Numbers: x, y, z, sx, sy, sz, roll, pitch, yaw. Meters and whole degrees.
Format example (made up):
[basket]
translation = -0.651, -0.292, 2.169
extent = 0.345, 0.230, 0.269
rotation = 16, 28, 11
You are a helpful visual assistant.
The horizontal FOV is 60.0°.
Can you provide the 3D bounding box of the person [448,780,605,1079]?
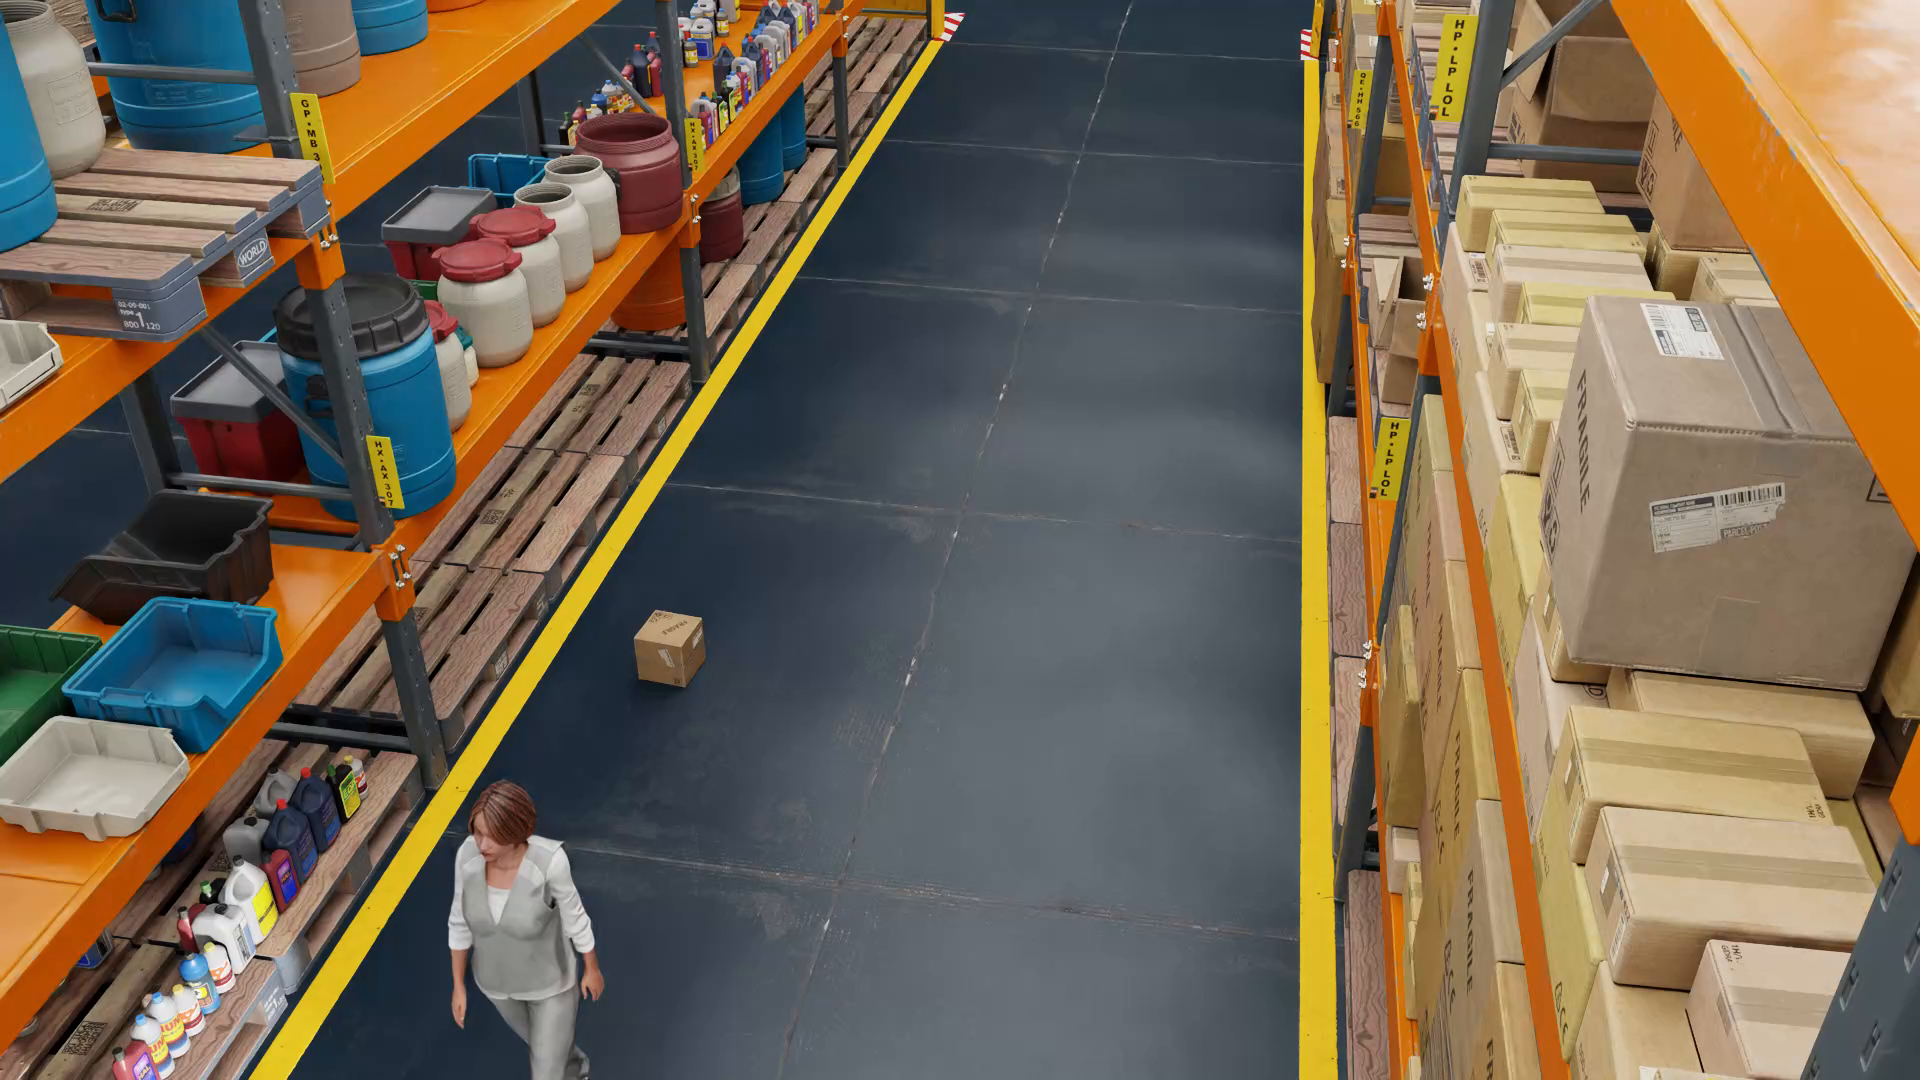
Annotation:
[person]
translation = -1.426, 1.466, 5.491
extent = 0.451, 1.649, 0.519
rotation = 7, 33, 10
